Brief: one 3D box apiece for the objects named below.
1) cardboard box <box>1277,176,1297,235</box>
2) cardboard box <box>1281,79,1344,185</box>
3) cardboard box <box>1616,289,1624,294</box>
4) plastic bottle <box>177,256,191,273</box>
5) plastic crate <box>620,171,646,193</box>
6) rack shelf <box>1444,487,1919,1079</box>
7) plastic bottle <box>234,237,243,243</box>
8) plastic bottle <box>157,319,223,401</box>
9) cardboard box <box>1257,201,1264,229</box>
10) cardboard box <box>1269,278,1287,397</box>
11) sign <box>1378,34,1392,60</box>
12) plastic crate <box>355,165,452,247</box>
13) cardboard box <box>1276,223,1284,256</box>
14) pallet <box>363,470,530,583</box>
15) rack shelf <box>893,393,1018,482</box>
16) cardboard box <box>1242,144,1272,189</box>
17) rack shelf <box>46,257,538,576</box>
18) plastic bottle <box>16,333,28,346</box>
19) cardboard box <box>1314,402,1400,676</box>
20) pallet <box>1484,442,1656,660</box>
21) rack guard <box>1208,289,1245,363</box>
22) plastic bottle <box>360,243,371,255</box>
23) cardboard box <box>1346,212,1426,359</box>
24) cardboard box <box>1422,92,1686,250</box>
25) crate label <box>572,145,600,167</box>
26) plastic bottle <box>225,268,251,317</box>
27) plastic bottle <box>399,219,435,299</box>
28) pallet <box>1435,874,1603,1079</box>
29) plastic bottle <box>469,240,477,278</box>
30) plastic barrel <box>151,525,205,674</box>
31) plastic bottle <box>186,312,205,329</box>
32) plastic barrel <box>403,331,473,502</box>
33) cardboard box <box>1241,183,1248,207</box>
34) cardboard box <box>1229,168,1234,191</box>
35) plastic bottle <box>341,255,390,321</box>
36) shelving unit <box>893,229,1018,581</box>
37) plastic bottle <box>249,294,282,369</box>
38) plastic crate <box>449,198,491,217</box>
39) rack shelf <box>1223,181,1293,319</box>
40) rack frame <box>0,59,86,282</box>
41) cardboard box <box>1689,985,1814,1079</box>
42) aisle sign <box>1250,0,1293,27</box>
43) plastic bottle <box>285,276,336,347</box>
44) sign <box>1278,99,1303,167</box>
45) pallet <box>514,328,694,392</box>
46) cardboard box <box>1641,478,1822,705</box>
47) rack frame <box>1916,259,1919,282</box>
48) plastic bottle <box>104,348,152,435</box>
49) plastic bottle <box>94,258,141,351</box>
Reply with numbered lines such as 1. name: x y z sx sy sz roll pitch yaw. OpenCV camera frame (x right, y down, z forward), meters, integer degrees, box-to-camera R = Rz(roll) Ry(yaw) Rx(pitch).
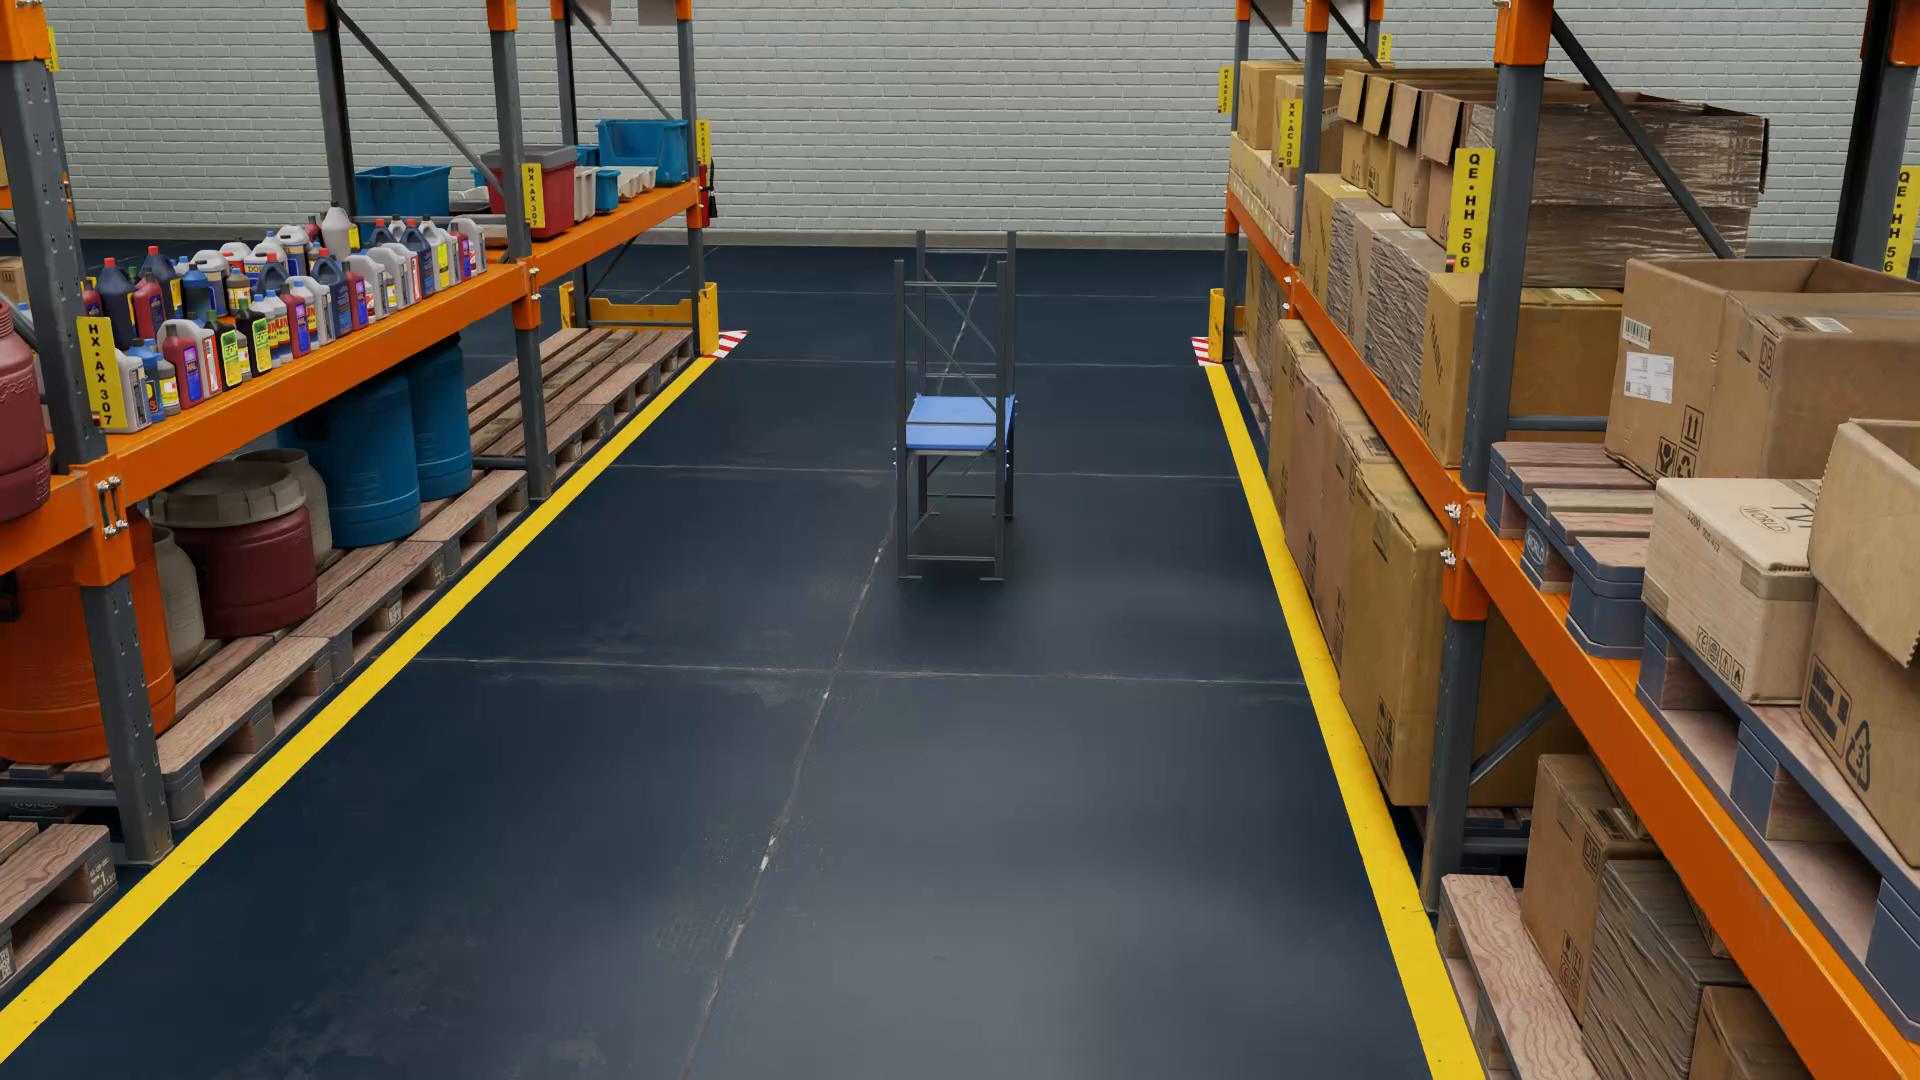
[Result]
1. cardboard box: 1.958 -1.762 8.747 0.500 0.250 0.500 1 18 3
2. cardboard box: 1.954 -2.124 8.648 0.500 0.500 0.500 2 18 5
3. cardboard box: 2.208 -0.499 4.969 0.500 0.500 0.500 2 18 6
4. plastic bottle: -3.284 -1.068 7.073 0.097 0.271 0.097 0 18 0
5. plastic crate: -2.378 -2.458 11.435 0.396 0.136 0.243 1 18 4
6. rack shelf: 1.758 0.656 2.758 1.077 0.370 4.000 1 18 4
7. plastic bottle: -3.267 -1.224 7.529 0.061 0.283 0.133 1 18 4
8. plastic bottle: -2.652 -0.629 5.726 0.152 0.276 0.135 1 18 4
9. cardboard box: 1.975 -1.931 9.902 0.380 0.149 0.250 1 18 3
10. cardboard box: 2.380 -1.222 10.072 0.875 0.875 0.875 1 18 4
11. sign: 3.015 -3.438 11.858 0.100 0.325 0.005 1 18 4
12. plastic crate: -3.059 -1.833 9.130 0.392 0.384 0.575 1 18 4
13. cardboard box: 1.902 -1.612 8.928 0.380 0.149 0.250 2 18 5
14. pallet: -2.849 -0.096 8.377 1.003 0.211 1.213 1 18 4
15. rack shelf: -0.006 -0.515 8.165 0.538 0.185 1.000 1 18 4
16. cardboard box: 2.101 -2.401 10.696 0.500 0.250 0.500 1 18 2
17. rack shelf: -2.895 -0.697 6.887 1.077 0.370 4.000 1 18 4
18. plastic bottle: -3.371 -0.656 5.927 0.097 0.201 0.097 0 18 0
19. cardboard box: 2.043 0.013 6.305 1.225 0.875 0.875 1 18 4
20. pallet: 1.957 0.008 3.889 1.213 0.211 1.003 1 18 4
21. rack guard: 2.477 -1.611 12.537 1.175 0.500 0.348 1 18 4
22. plastic bottle: -2.646 -1.196 7.462 0.097 0.271 0.097 0 18 0
23. cardboard box: 1.803 -0.987 6.458 0.500 0.500 0.500 2 18 5
24. cardboard box: 2.020 -1.260 5.680 0.797 0.503 0.637 2 18 5
25. crate label: -2.811 -2.782 12.267 0.416 0.233 0.303 1 18 4
26. plastic bottle: -3.122 -1.073 7.201 0.097 0.201 0.097 0 18 0
27. plastic bottle: -2.505 -1.286 7.610 0.144 0.351 0.185 1 18 4
28. pallet: 1.844 1.261 4.236 1.003 0.211 1.213 1 18 4
29. plastic bottle: -2.439 -1.399 8.194 0.097 0.201 0.097 0 18 0
30. plastic barrel: -3.069 0.236 6.208 0.421 0.512 0.421 0 18 0
31. plastic bottle: -2.677 -0.664 5.838 0.097 0.271 0.097 0 18 0
32. plastic barrel: -2.808 -0.694 8.418 0.600 0.901 0.708 1 18 4
33. cardboard box: 2.049 -2.250 10.876 0.380 0.149 0.250 1 18 3
34. cardboard box: 2.120 -2.569 11.850 0.380 0.149 0.250 1 18 5
35. plastic bottle: -2.546 -1.087 7.123 0.152 0.276 0.135 1 18 4
36. shelving unit: -0.006 -0.686 8.109 0.538 1.500 1.048 1 18 4
37. plastic bottle: -2.590 -0.776 6.179 0.097 0.271 0.097 0 18 0
38. plastic crate: -2.940 -1.911 9.784 0.437 0.125 0.590 1 18 4
39. rack shelf: 2.332 -1.828 10.341 1.077 0.370 4.000 1 18 4
40. rack frame: -7.406 -3.014 12.803 1.000 3.000 0.127 1 18 4
41. cardboard box: 1.813 1.229 3.162 0.700 0.500 0.500 3 18 9
42. aisle sign: 2.181 -4.056 11.809 0.394 0.787 0.004 1 18 4
43. plastic bottle: -2.586 -0.916 6.602 0.152 0.276 0.135 1 18 4
44. sign: 1.635 -2.010 8.223 0.100 0.325 0.005 1 18 4
45. pallet: -2.563 -1.322 12.117 1.003 0.211 1.213 1 18 4
46. cardboard box: 1.552 0.080 2.927 0.500 0.250 0.500 1 18 2
47. rack frame: 7.415 -2.649 11.691 1.000 3.000 0.127 1 18 4
48. plastic bottle: -2.685 -0.486 5.287 0.152 0.276 0.135 1 18 4
49. plastic bottle: -3.300 -0.933 6.531 0.144 0.351 0.185 1 18 4
